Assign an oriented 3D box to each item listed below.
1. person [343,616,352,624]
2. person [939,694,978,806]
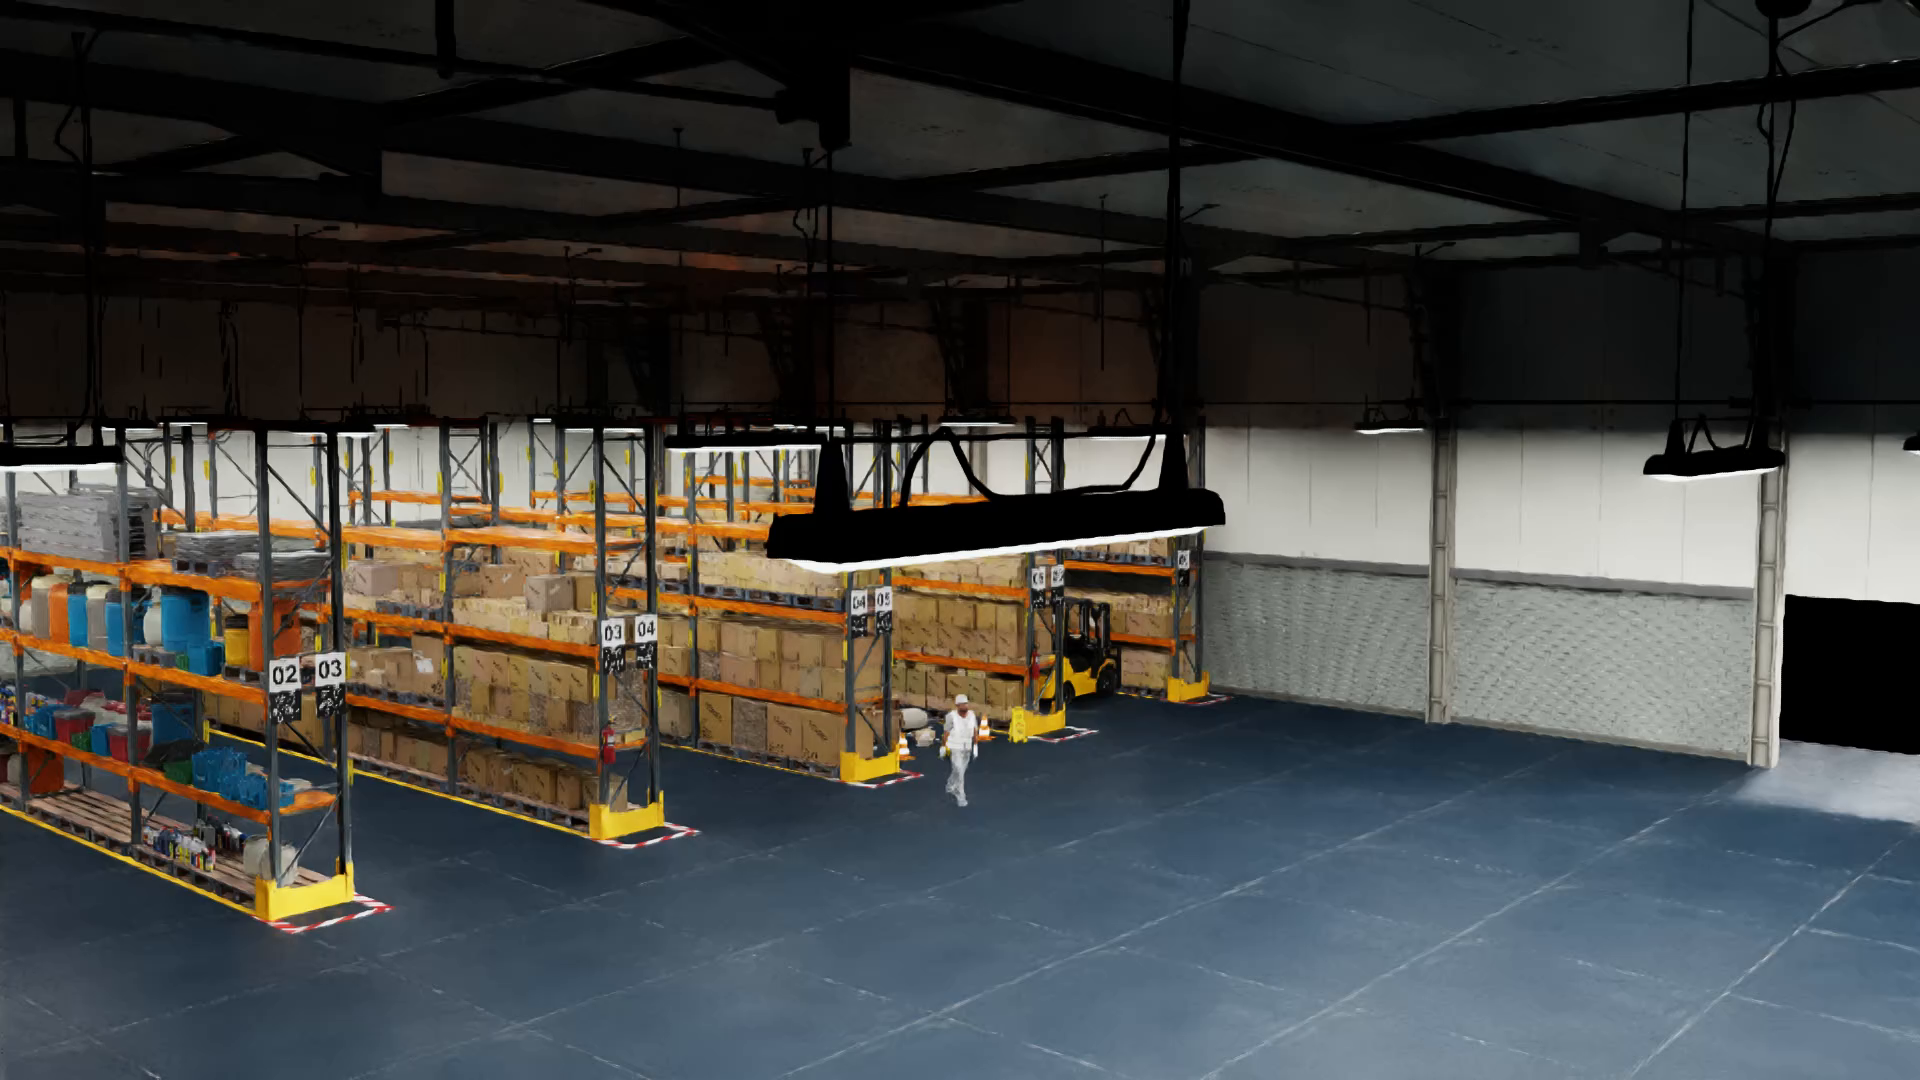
[{"bbox_3d":[-15.851,1.983,42.789,0.491,1.590,0.933,-2,5,-25],"label":"person"},{"bbox_3d":[-0.001,3.280,26.285,0.591,1.746,0.951,-3,6,-33],"label":"person"}]
